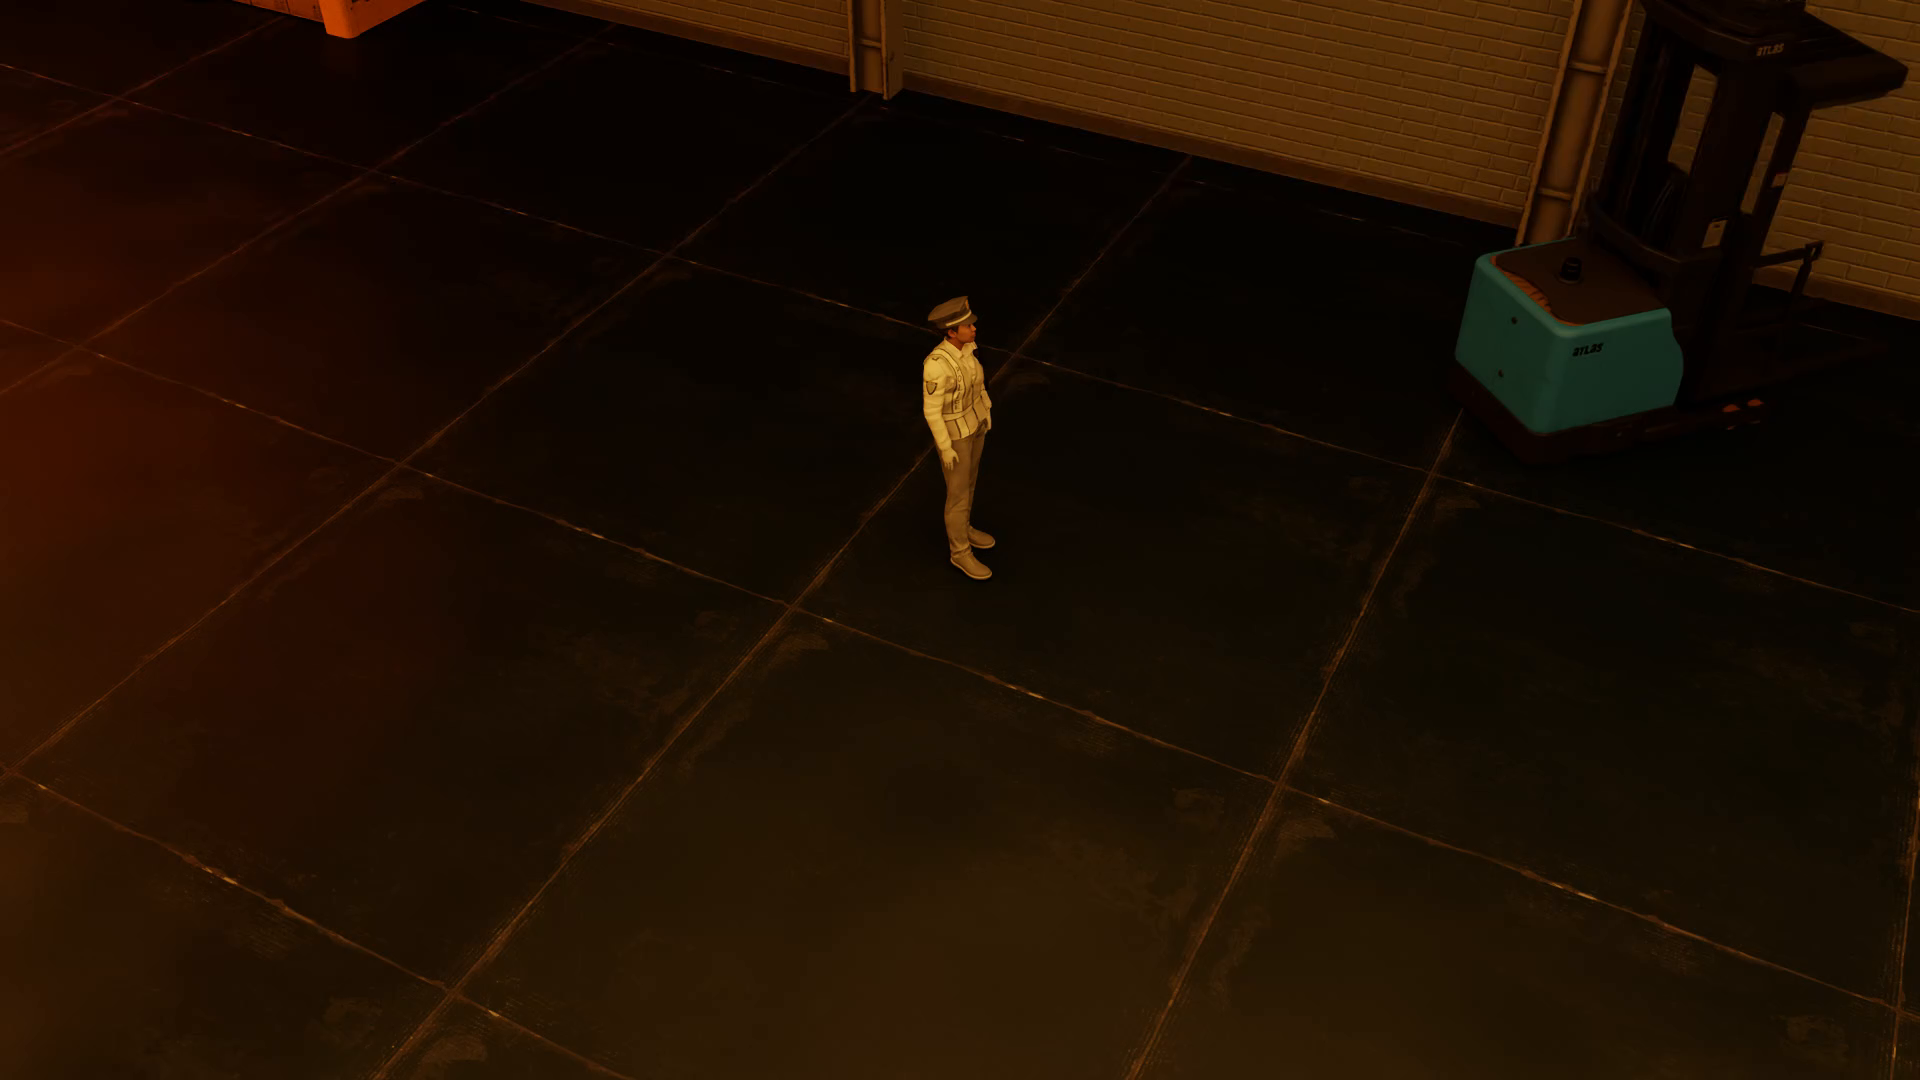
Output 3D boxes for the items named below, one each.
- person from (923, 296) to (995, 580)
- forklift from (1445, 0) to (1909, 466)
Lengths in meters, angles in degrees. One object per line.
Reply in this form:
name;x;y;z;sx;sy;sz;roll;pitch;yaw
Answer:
person;0.052;-0.625;9.677;0.534;1.696;0.569;18;43;21
forklift;4.905;-2.171;10.564;3.031;2.935;1.130;-13;42;-15
